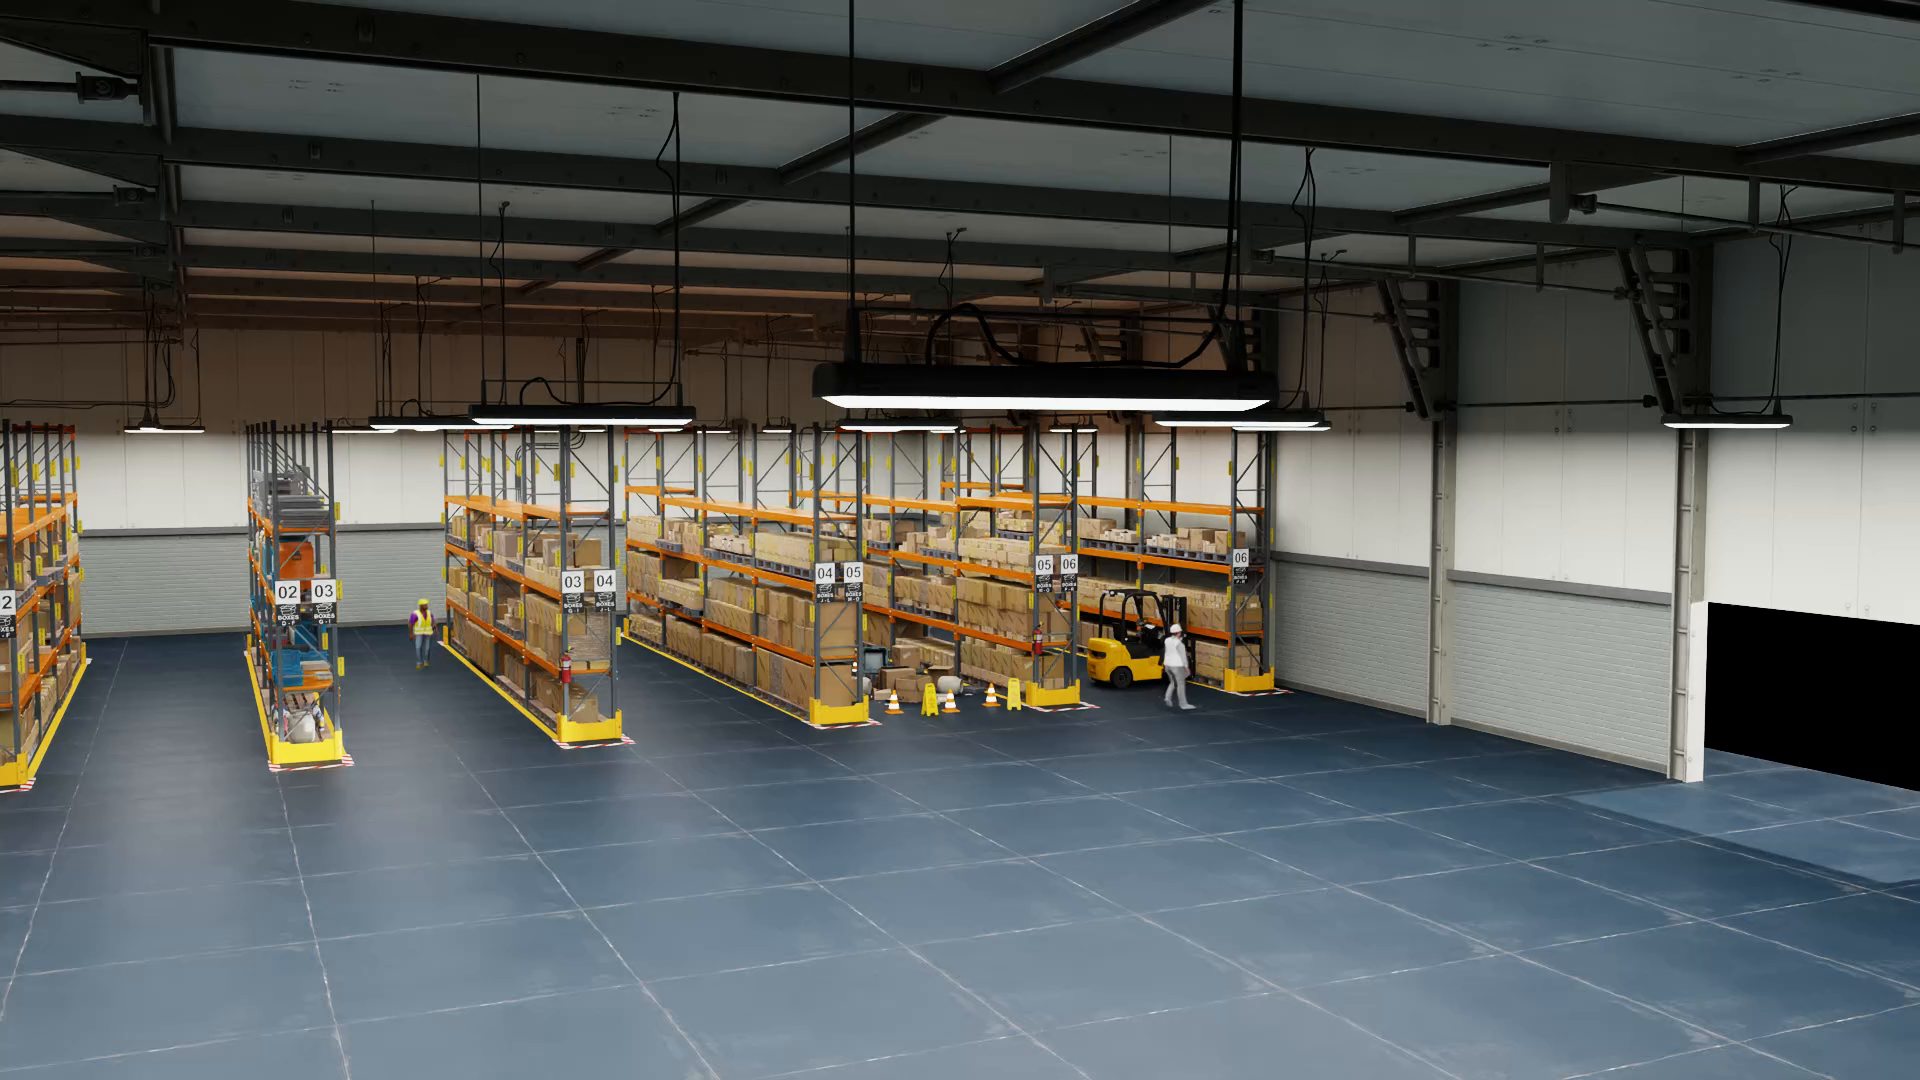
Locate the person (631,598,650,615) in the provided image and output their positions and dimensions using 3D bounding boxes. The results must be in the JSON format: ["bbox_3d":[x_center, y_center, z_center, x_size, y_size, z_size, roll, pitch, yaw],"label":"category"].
[{"bbox_3d":[-9.415,1.809,48.899,0.611,1.736,0.409,0,4,0],"label":"person"}]

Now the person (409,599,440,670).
[{"bbox_3d":[-13.080,2.297,40.639,0.734,1.694,1.086,-1,4,-17],"label":"person"}]

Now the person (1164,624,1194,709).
[{"bbox_3d":[4.560,2.649,34.894,0.563,1.772,0.620,-2,4,-32],"label":"person"}]
